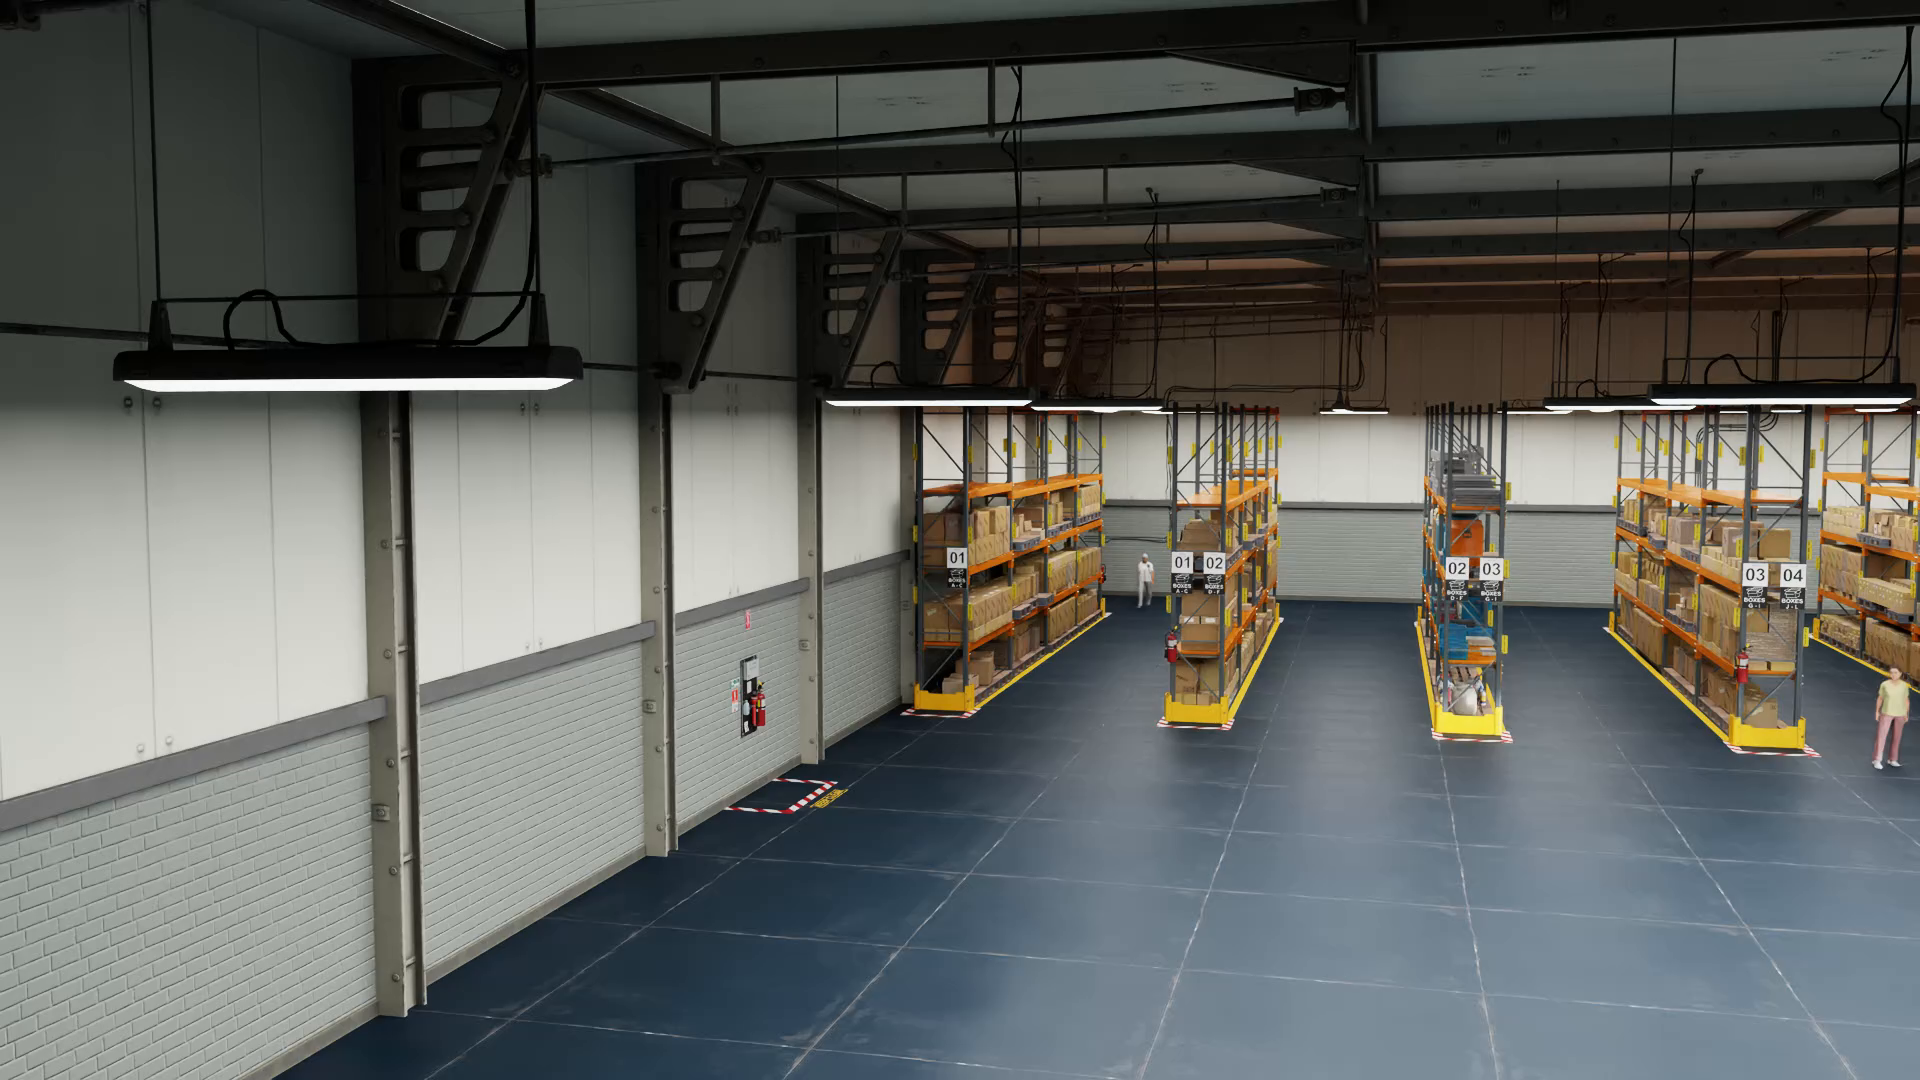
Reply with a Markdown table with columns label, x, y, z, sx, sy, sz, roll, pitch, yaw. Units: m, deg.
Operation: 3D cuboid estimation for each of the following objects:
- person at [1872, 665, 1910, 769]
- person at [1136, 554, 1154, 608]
| label | x | y | z | sx | sy | sz | roll | pitch | yaw |
| --- | --- | --- | --- | --- | --- | --- | --- | --- | --- |
| person | 15.250 | 2.889 | 27.211 | 0.520 | 1.691 | 0.483 | 2 | 5 | 22 |
| person | 5.550 | 1.223 | 49.939 | 0.533 | 1.614 | 0.955 | 1 | 4 | 7 |
